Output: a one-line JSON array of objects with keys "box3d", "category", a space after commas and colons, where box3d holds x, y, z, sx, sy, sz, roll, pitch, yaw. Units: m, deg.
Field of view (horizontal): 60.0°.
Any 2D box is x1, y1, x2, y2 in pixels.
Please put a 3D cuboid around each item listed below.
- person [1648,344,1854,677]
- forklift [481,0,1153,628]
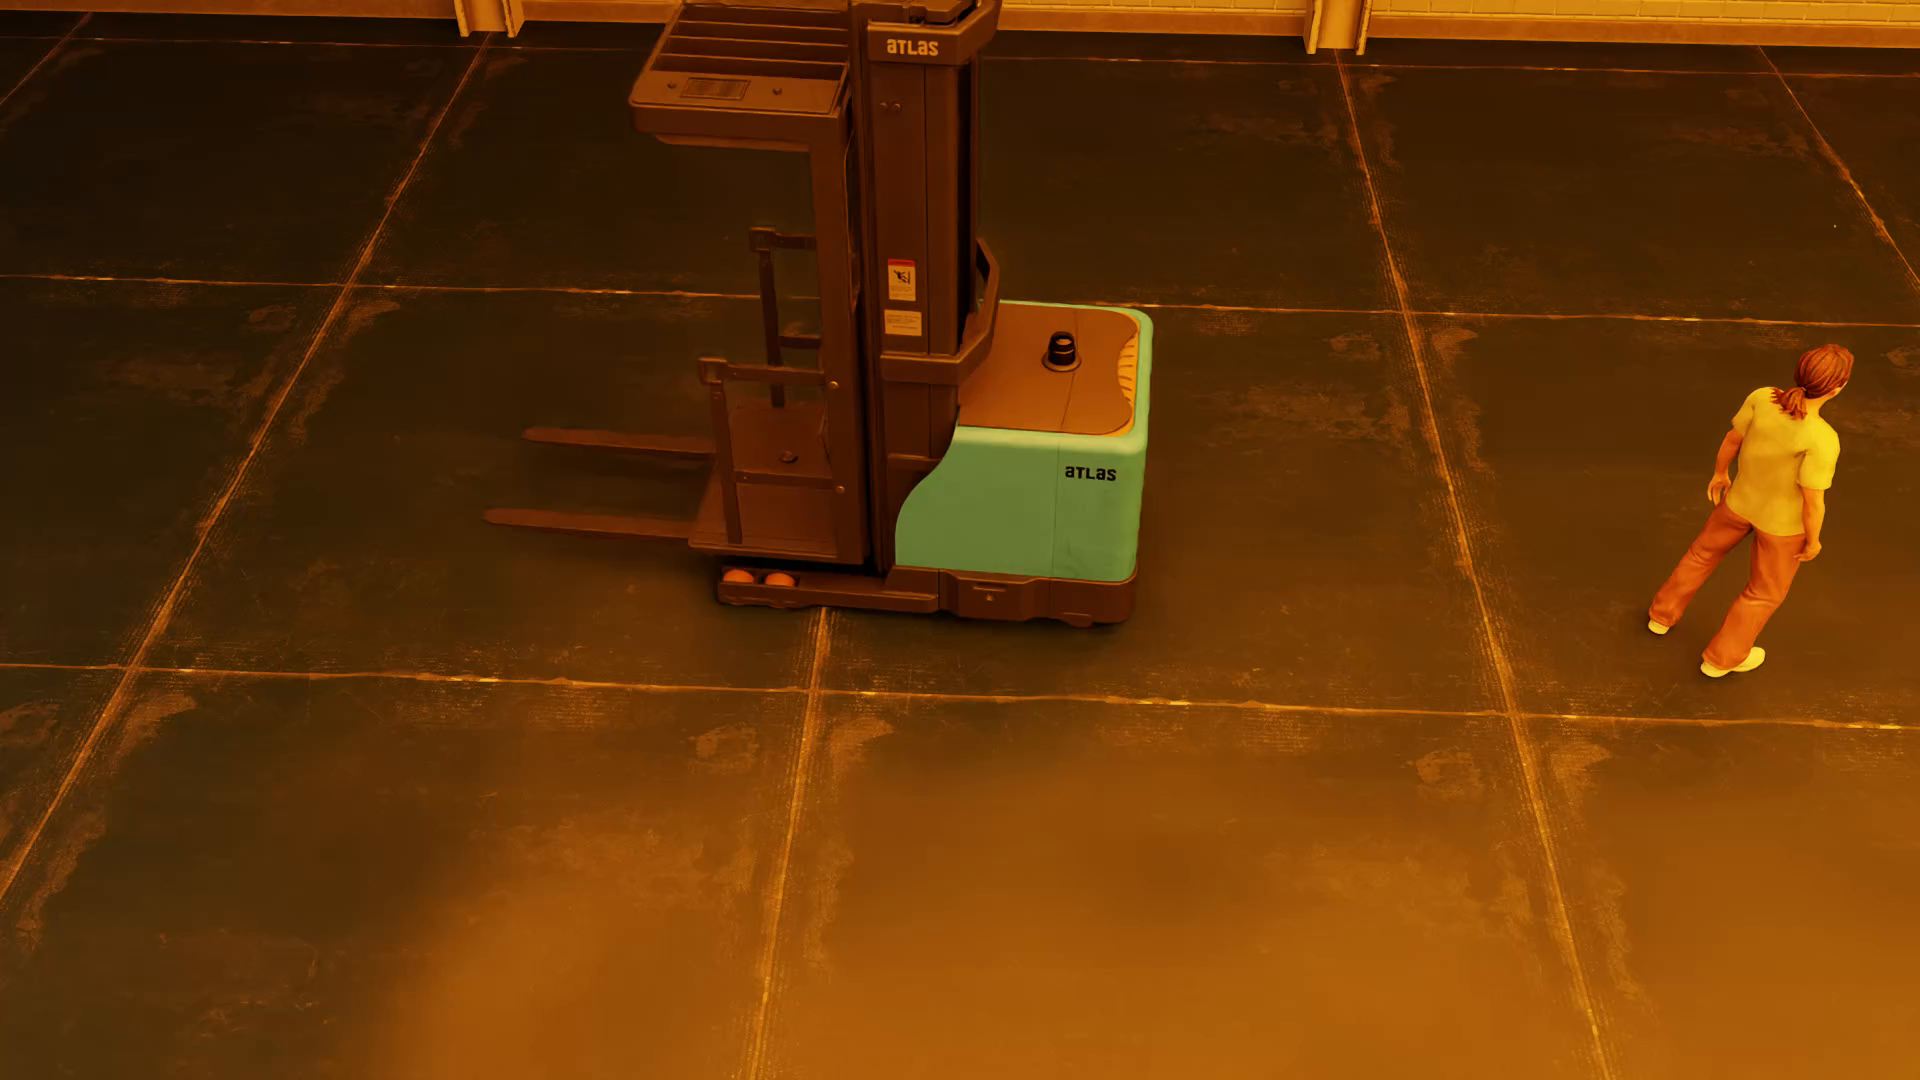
[{"box3d": [3.272, -0.135, 6.823, 0.400, 1.674, 0.591, -23, 47, -23], "category": "person"}, {"box3d": [-0.676, -1.119, 6.968, 3.031, 2.935, 1.130, 4, 43, 5], "category": "forklift"}]
